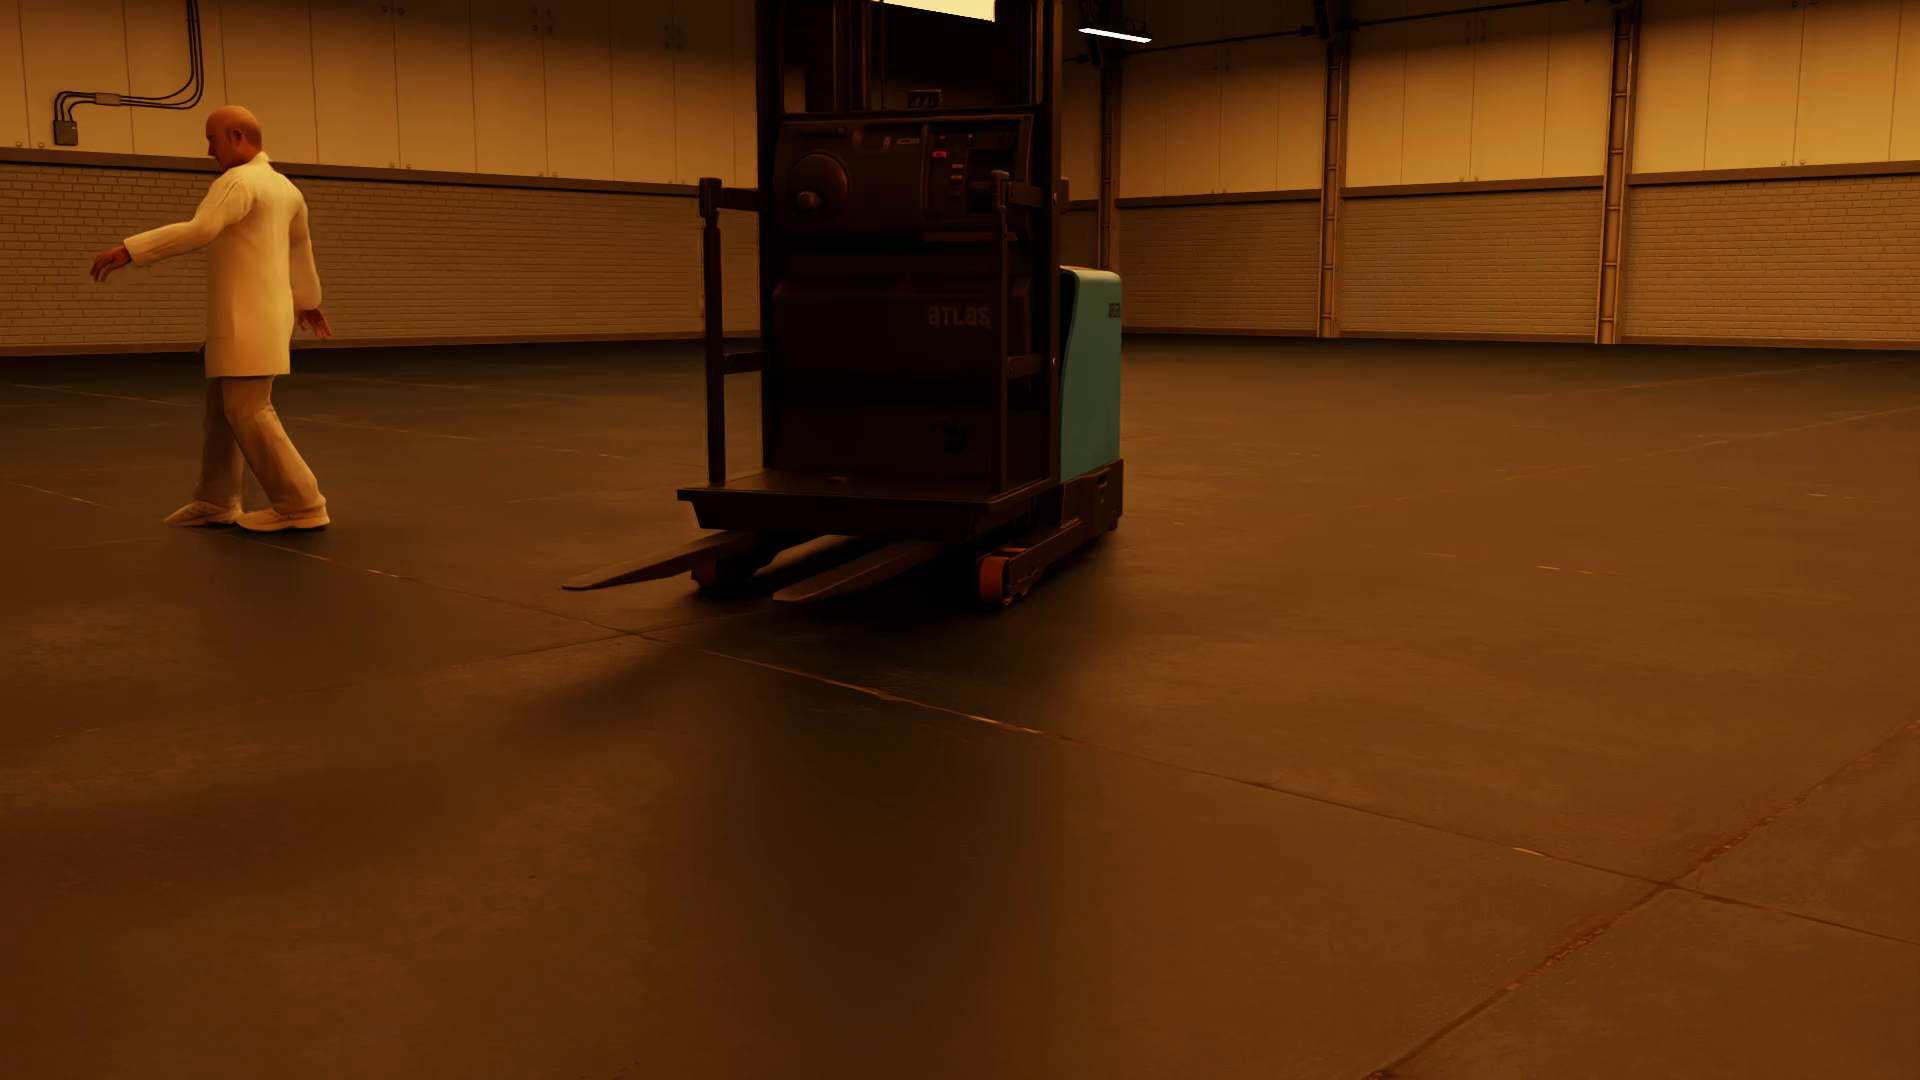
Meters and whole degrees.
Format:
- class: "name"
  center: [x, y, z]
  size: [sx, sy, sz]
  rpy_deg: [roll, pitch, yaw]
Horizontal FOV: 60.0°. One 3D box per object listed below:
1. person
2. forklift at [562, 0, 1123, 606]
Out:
- class: "person"
  center: [-3.055, -0.908, 6.976]
  size: [0.788, 1.773, 1.044]
  rpy_deg: [0, 9, -2]
- class: "forklift"
  center: [-0.266, -1.303, 5.526]
  size: [1.130, 2.935, 3.031]
  rpy_deg: [3, 9, 18]
